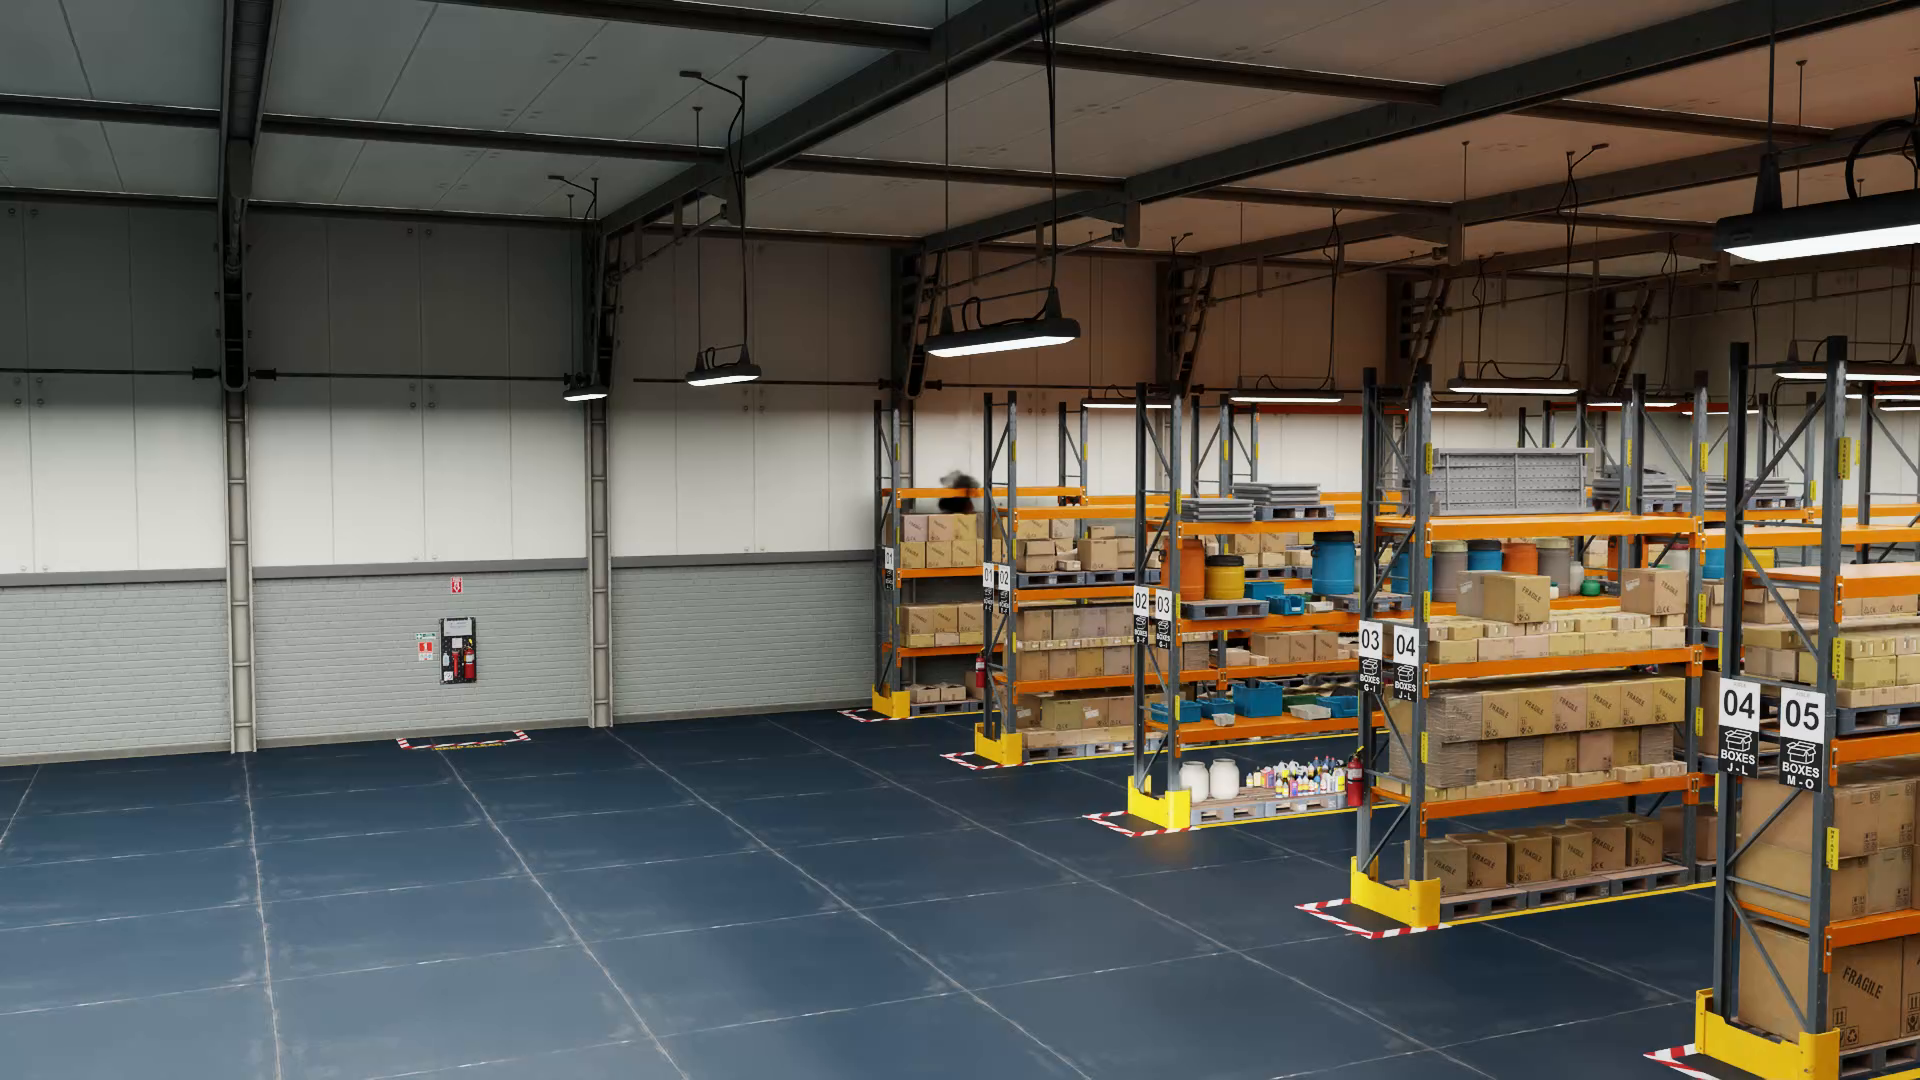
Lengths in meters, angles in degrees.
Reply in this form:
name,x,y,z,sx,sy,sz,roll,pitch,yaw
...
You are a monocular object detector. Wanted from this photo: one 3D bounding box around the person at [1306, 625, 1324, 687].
name,x,y,z,sx,sy,sz,roll,pitch,yaw
person,6.932,2.377,32.581,0.890,1.796,0.640,-2,4,-27
